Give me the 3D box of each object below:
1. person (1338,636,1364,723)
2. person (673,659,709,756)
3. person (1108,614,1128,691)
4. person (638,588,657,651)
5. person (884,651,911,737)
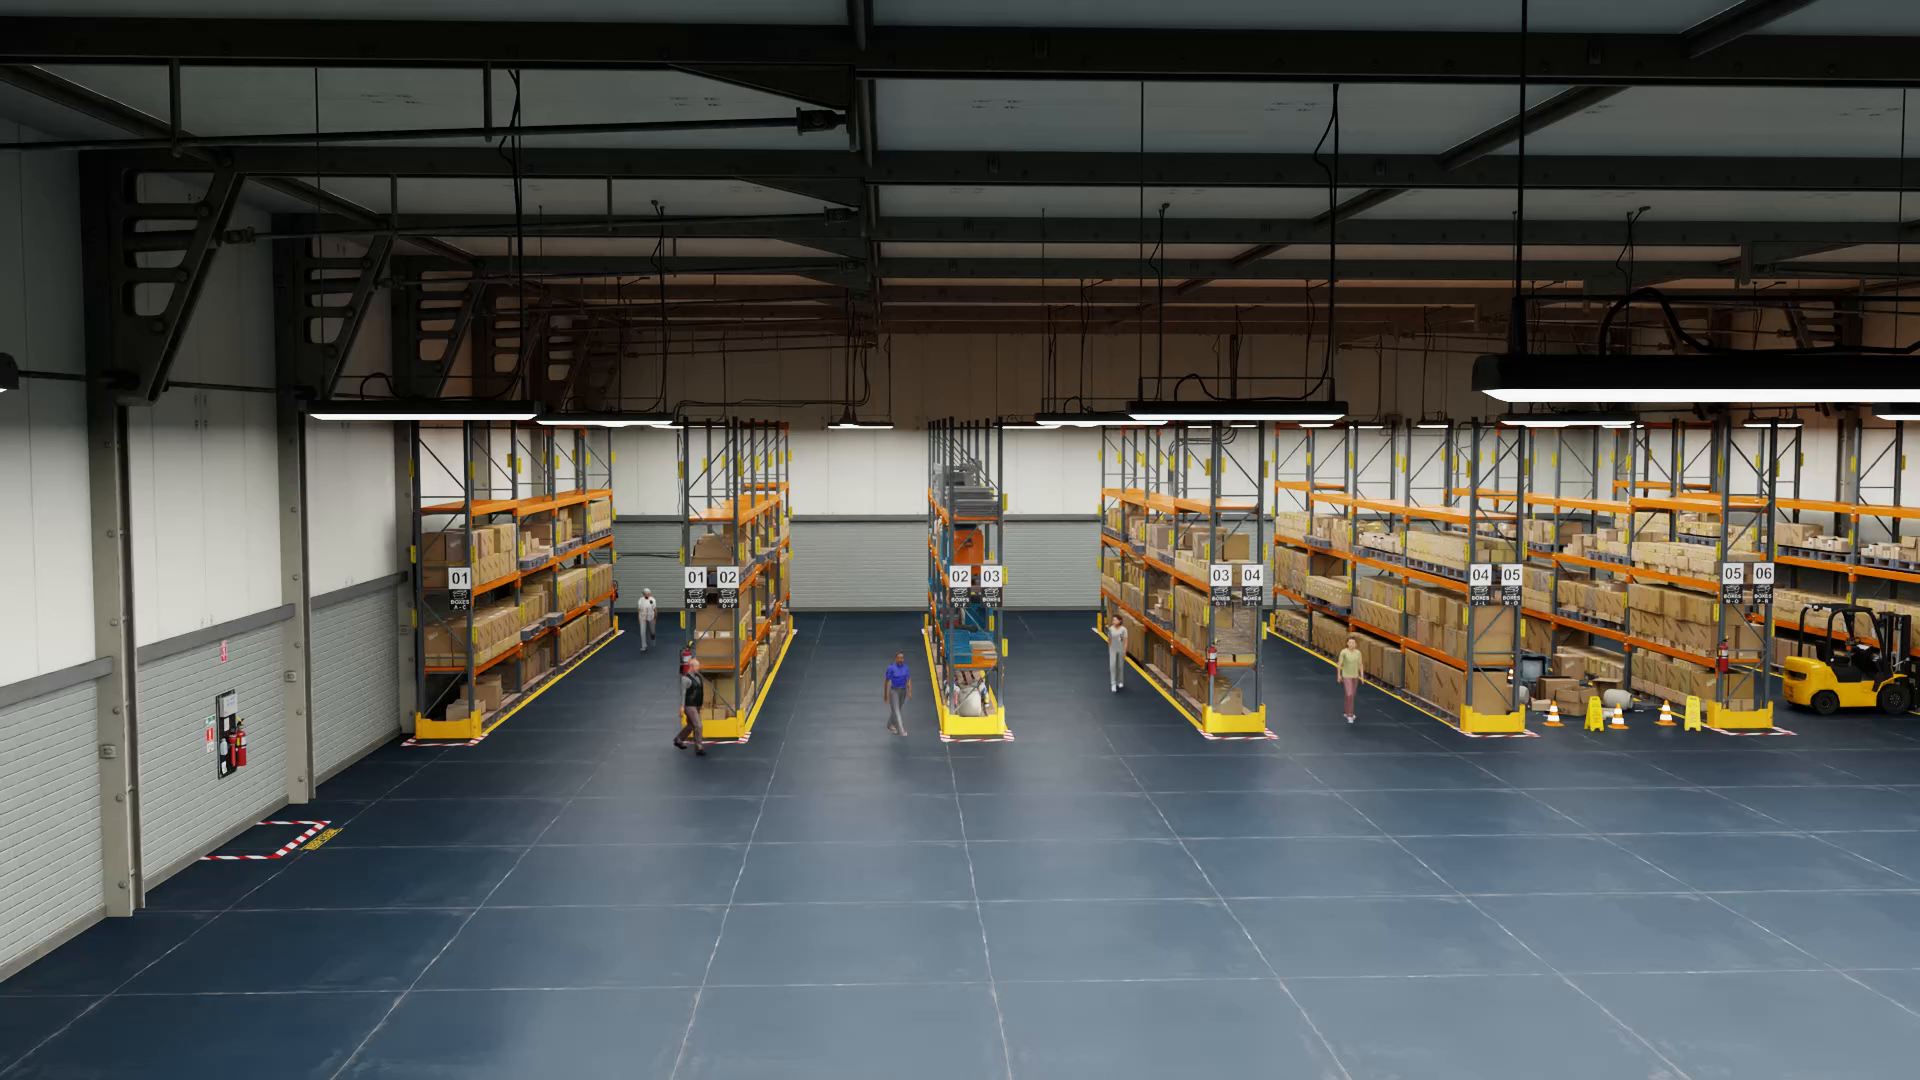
[{"bbox_3d":[7.743,2.761,32.917,0.470,1.732,0.613,-1,4,-15],"label":"person"},{"bbox_3d":[-4.772,2.954,29.547,0.876,1.691,0.541,1,4,16],"label":"person"},{"bbox_3d":[3.489,2.475,36.821,0.467,1.647,0.825,1,4,11],"label":"person"},{"bbox_3d":[-8.189,2.057,43.578,0.483,1.617,0.857,0,4,-5],"label":"person"},{"bbox_3d":[-1.141,2.868,31.112,0.479,1.595,1.046,-3,5,-35],"label":"person"}]
